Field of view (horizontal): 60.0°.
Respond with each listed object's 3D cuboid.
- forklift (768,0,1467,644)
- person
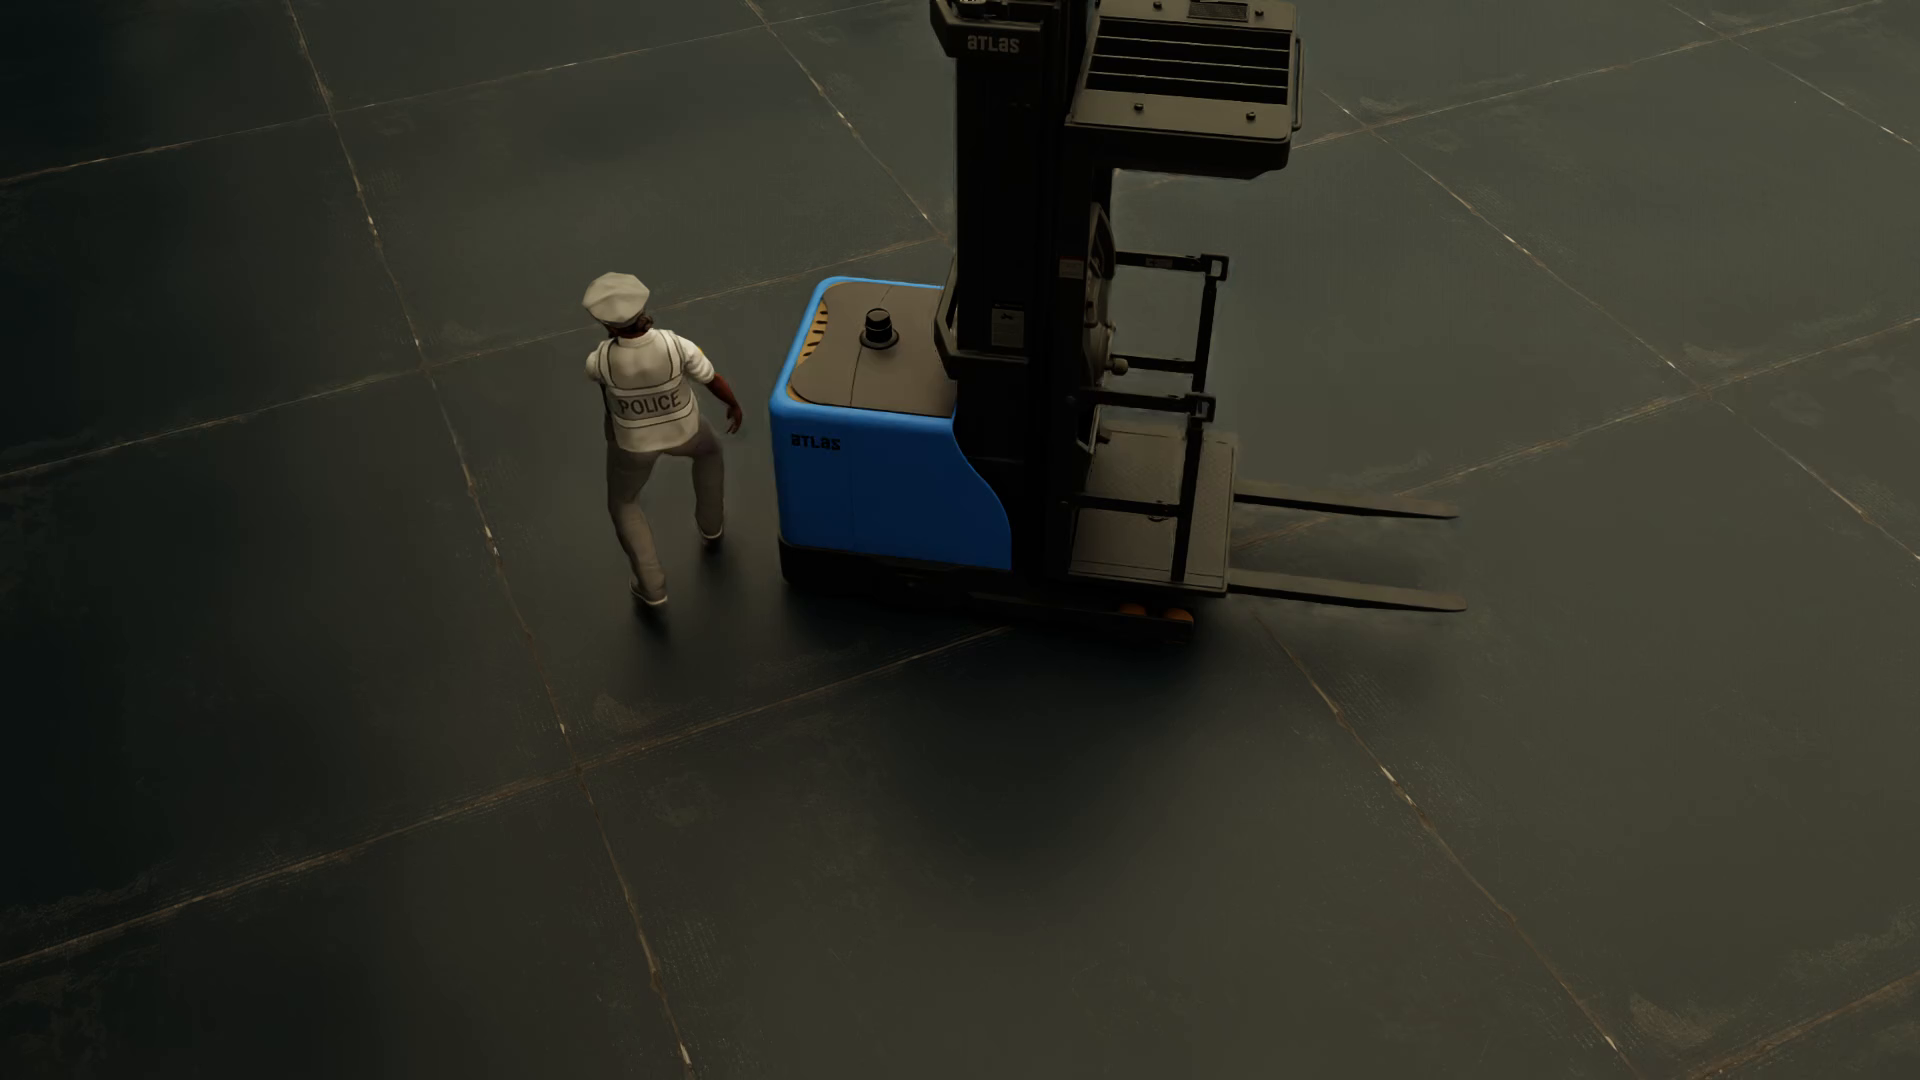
[{"bbox_3d":[0.751,-1.004,6.756,3.031,2.935,1.130,7,43,7],"label":"forklift"},{"bbox_3d":[-1.258,-0.517,7.172,0.643,1.563,0.752,-15,45,-15],"label":"person"}]
